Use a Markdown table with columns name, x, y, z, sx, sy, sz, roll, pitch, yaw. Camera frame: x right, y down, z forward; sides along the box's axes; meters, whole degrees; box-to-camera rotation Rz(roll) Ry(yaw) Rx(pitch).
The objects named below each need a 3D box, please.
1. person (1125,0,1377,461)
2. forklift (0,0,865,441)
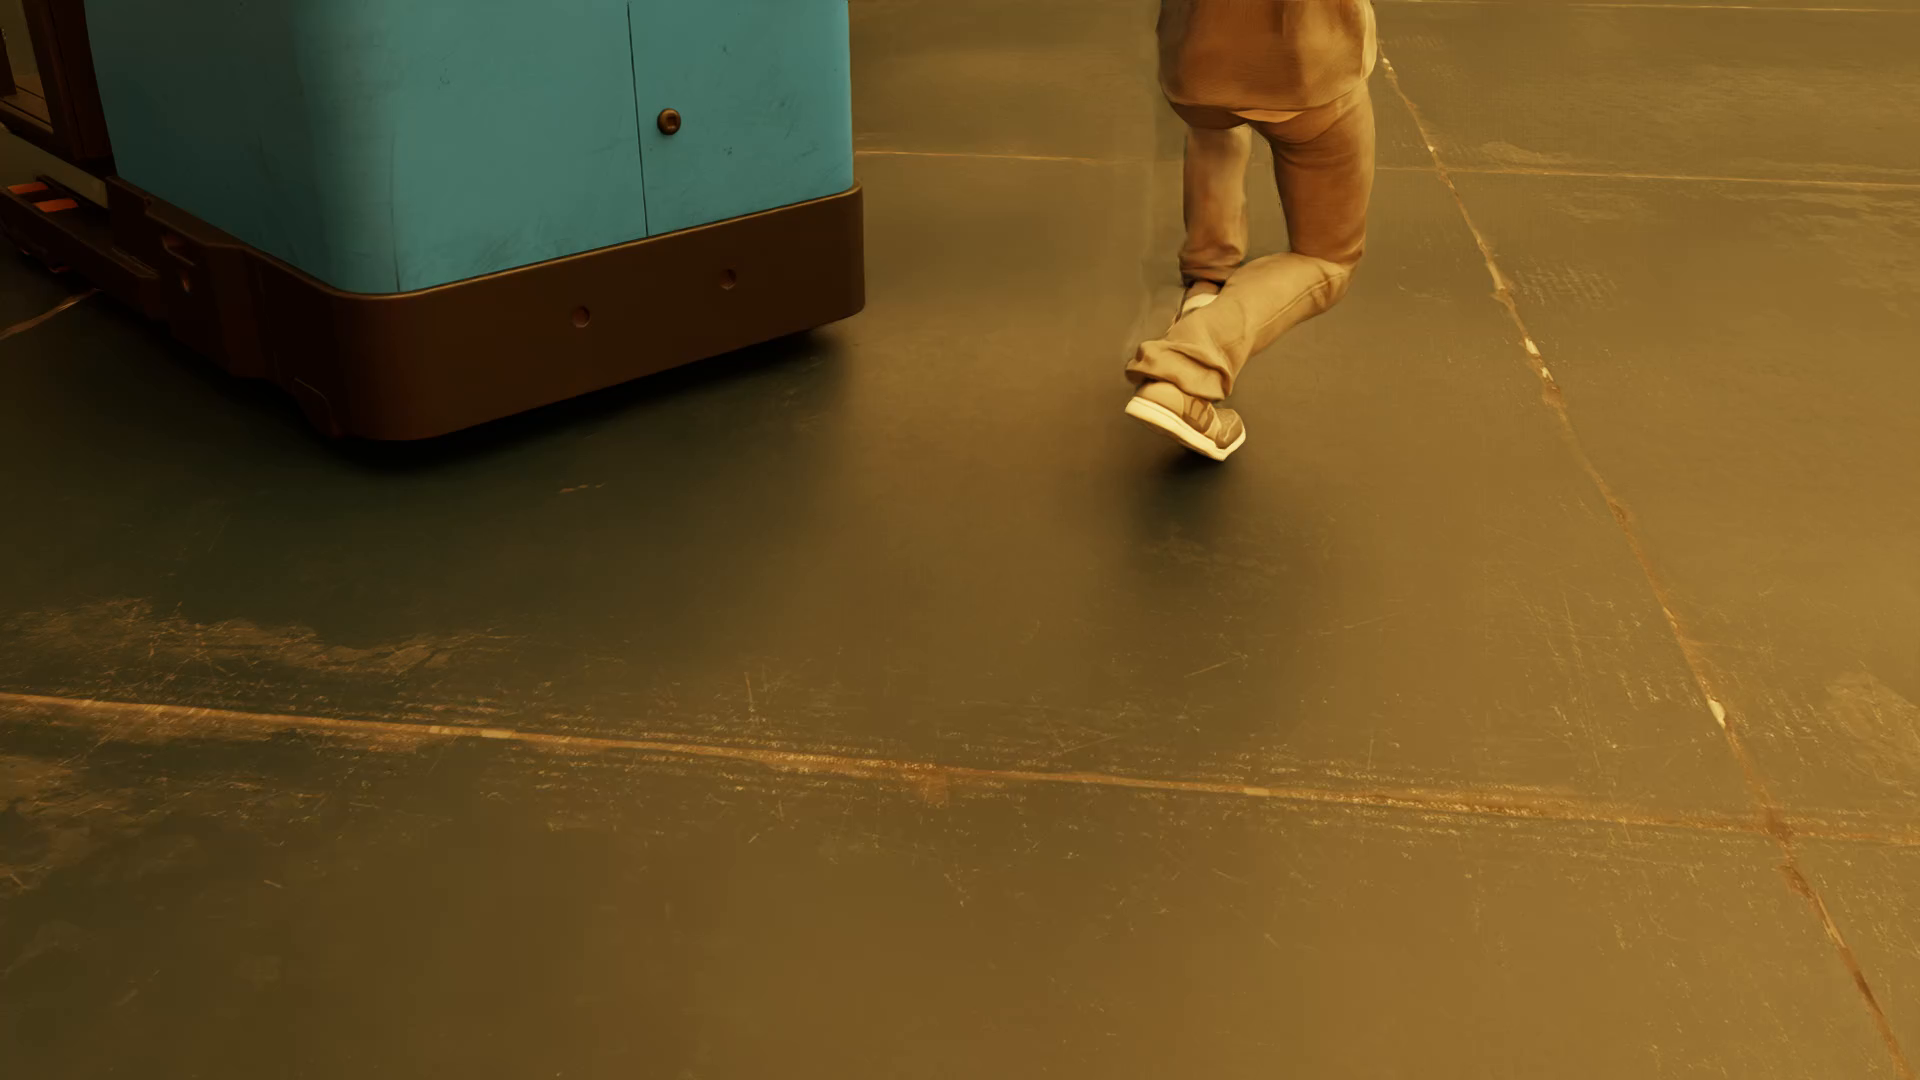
| name | x | y | z | sx | sy | sz | roll | pitch | yaw |
| --- | --- | --- | --- | --- | --- | --- | --- | --- | --- |
| person | 0.237 | -0.911 | 2.756 | 0.943 | 1.444 | 0.766 | 10 | 28 | 20 |
| forklift | -1.561 | -2.036 | 3.299 | 1.130 | 2.935 | 3.031 | -23 | 34 | -38 |
